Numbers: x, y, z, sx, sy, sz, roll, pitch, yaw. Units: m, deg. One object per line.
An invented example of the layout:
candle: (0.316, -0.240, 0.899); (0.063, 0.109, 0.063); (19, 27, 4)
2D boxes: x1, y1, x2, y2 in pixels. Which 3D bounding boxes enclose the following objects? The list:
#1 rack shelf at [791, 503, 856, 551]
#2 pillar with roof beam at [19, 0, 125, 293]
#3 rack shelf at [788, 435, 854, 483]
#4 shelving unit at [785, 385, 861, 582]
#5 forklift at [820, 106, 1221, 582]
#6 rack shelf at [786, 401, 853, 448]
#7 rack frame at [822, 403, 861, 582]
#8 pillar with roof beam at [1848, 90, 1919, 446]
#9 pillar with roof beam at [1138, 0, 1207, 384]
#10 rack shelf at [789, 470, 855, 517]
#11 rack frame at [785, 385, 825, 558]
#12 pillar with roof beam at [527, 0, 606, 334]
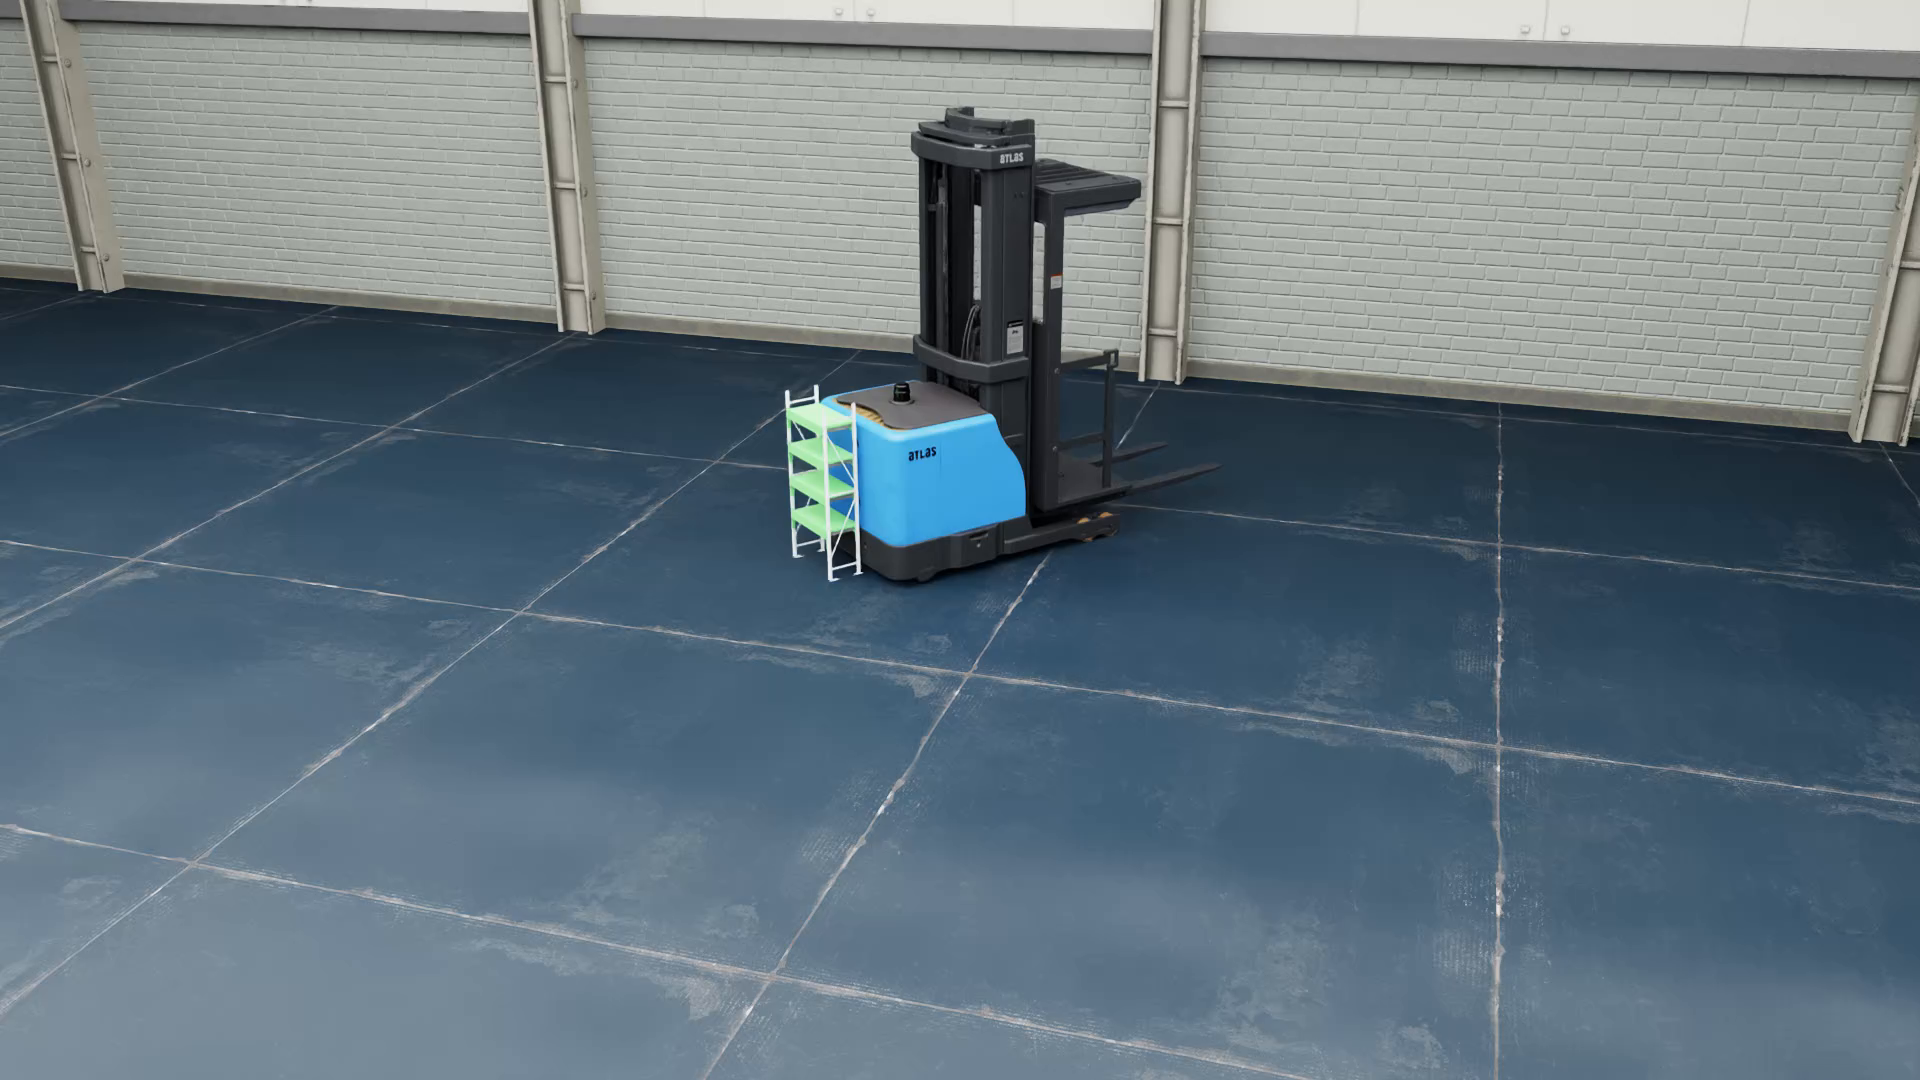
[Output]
rack shelf: (-0.912, -0.099, 11.227); (0.258, 0.148, 0.480); (-15, 27, -31)
pillar with roof beam: (-10.852, -5.418, 13.121); (0.400, 9.000, 9.100); (7, 23, 16)
rack shelf: (-0.915, -0.542, 11.044); (0.258, 0.148, 0.480); (-15, 27, -31)
shelving unit: (-0.914, -0.379, 11.111); (0.258, 1.200, 0.503); (-15, 27, -31)
forklift: (0.536, -1.494, 11.549); (3.031, 2.935, 1.130); (-14, 26, -31)
rack shelf: (-0.916, -0.764, 10.952); (0.258, 0.148, 0.480); (-15, 27, -31)
rack frame: (-0.777, -0.303, 10.924); (0.240, 1.200, 0.015); (-15, 27, -31)
pillar with roof beam: (6.380, -3.445, 8.310); (0.400, 9.000, 9.100); (7, 23, 16)
pillar with roof beam: (0.636, -4.102, 9.914); (0.400, 9.000, 9.100); (7, 23, 16)
rack shelf: (-0.914, -0.320, 11.136); (0.258, 0.148, 0.480); (-15, 27, -31)
rack frame: (-1.051, -0.456, 11.298); (0.240, 1.200, 0.015); (-15, 27, -31)
pillar with roof beam: (-5.108, -4.760, 11.517); (0.400, 9.000, 9.100); (7, 23, 16)
